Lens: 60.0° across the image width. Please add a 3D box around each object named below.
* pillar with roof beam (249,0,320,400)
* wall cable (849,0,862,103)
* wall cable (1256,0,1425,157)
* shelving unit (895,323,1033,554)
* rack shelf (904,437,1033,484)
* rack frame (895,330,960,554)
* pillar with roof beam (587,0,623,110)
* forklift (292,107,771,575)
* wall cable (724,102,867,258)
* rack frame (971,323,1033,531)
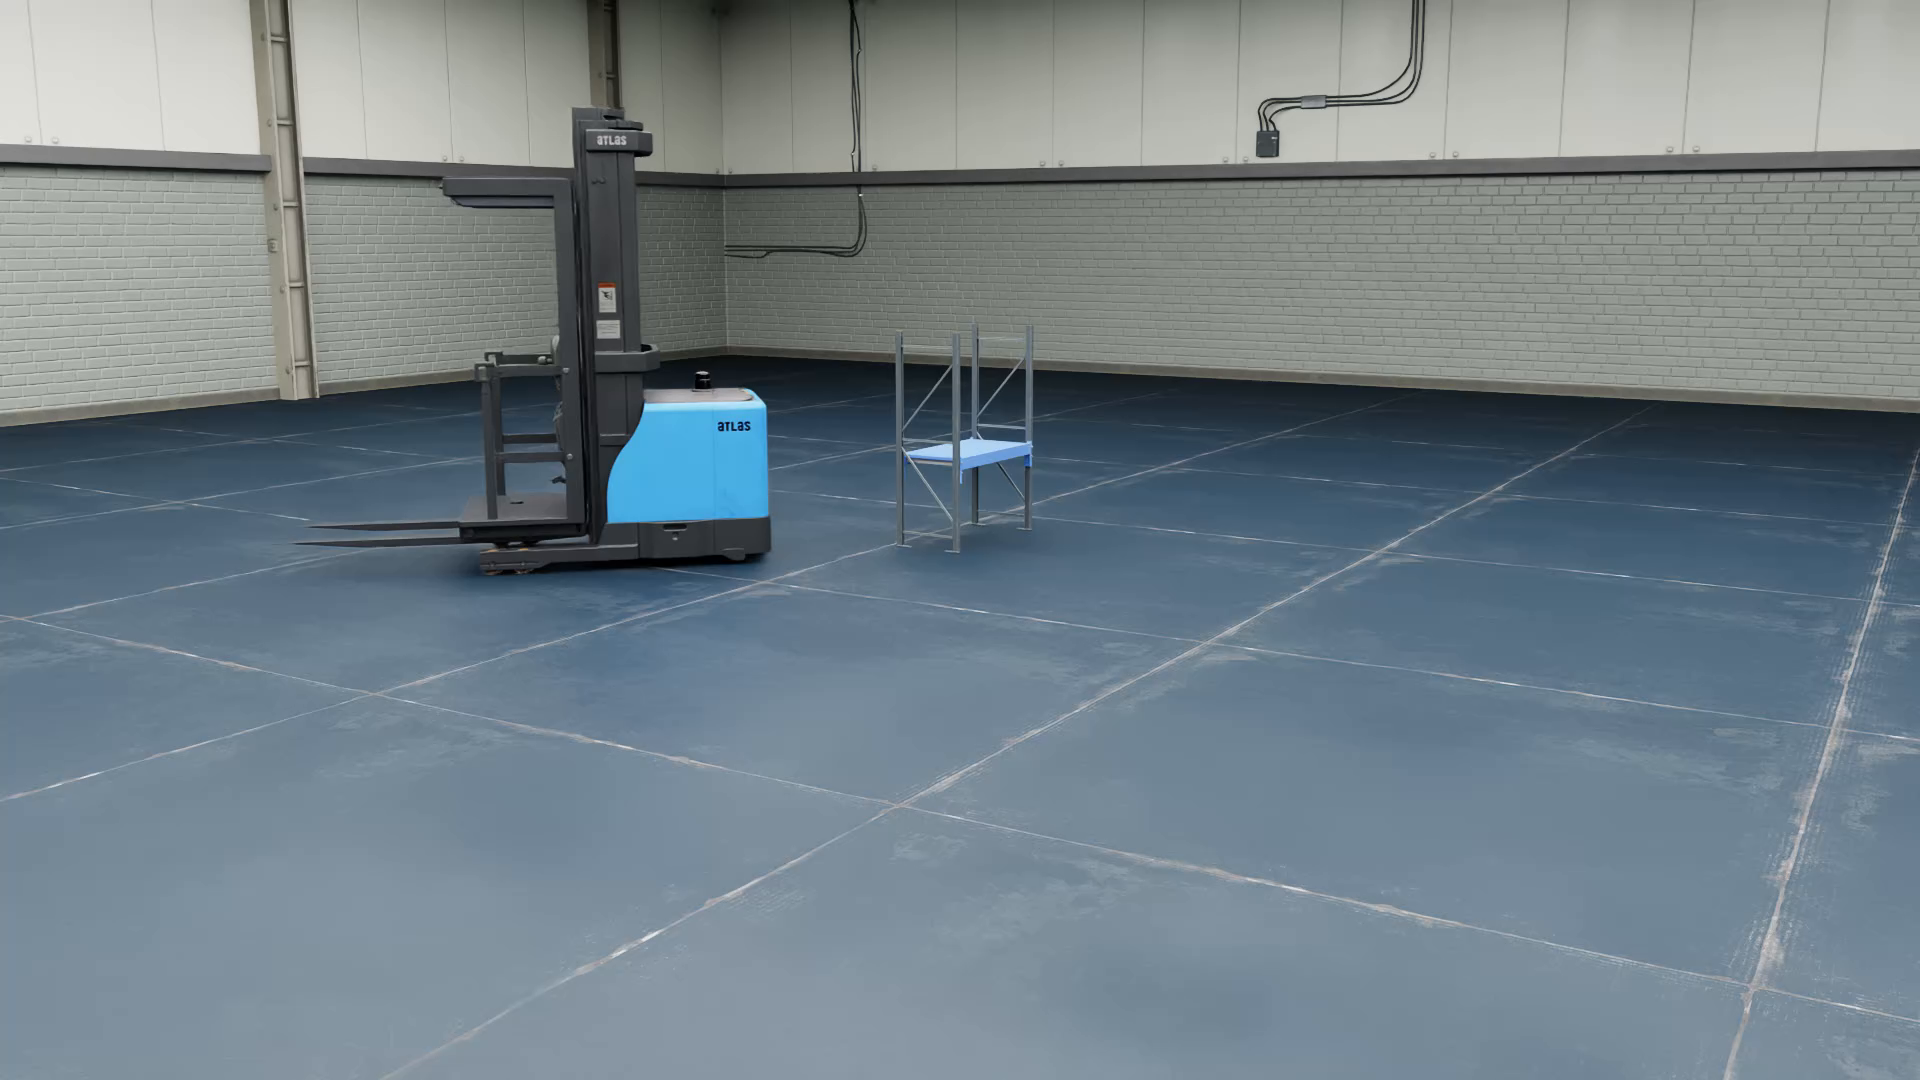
[{"bbox_3d":[-4.974,-5.868,18.758,9.100,9.000,0.400,6,12,31],"label":"pillar with roof beam"},{"bbox_3d":[-0.567,-8.258,26.236,3.097,2.526,0.112,6,12,31],"label":"wall cable"},{"bbox_3d":[5.226,-8.322,22.625,2.305,6.003,0.169,6,12,31],"label":"wall cable"},{"bbox_3d":[0.044,-0.751,11.802,0.538,1.500,1.048,6,12,31],"label":"shelving unit"},{"bbox_3d":[0.044,-0.574,11.835,0.538,0.185,1.000,6,12,31],"label":"rack shelf"},{"bbox_3d":[-0.220,-0.671,11.375,0.500,1.500,0.032,6,12,31],"label":"rack frame"},{"bbox_3d":[-1.859,-6.812,23.799,9.100,9.000,0.400,6,12,31],"label":"pillar with roof beam"},{"bbox_3d":[-2.831,-1.320,10.957,3.031,2.935,1.130,-2,11,-12],"label":"forklift"},{"bbox_3d":[-2.879,-6.034,28.082,3.097,2.526,0.112,6,12,31],"label":"wall cable"},{"bbox_3d":[0.308,-0.831,12.229,0.500,1.500,0.032,6,12,31],"label":"rack frame"}]
